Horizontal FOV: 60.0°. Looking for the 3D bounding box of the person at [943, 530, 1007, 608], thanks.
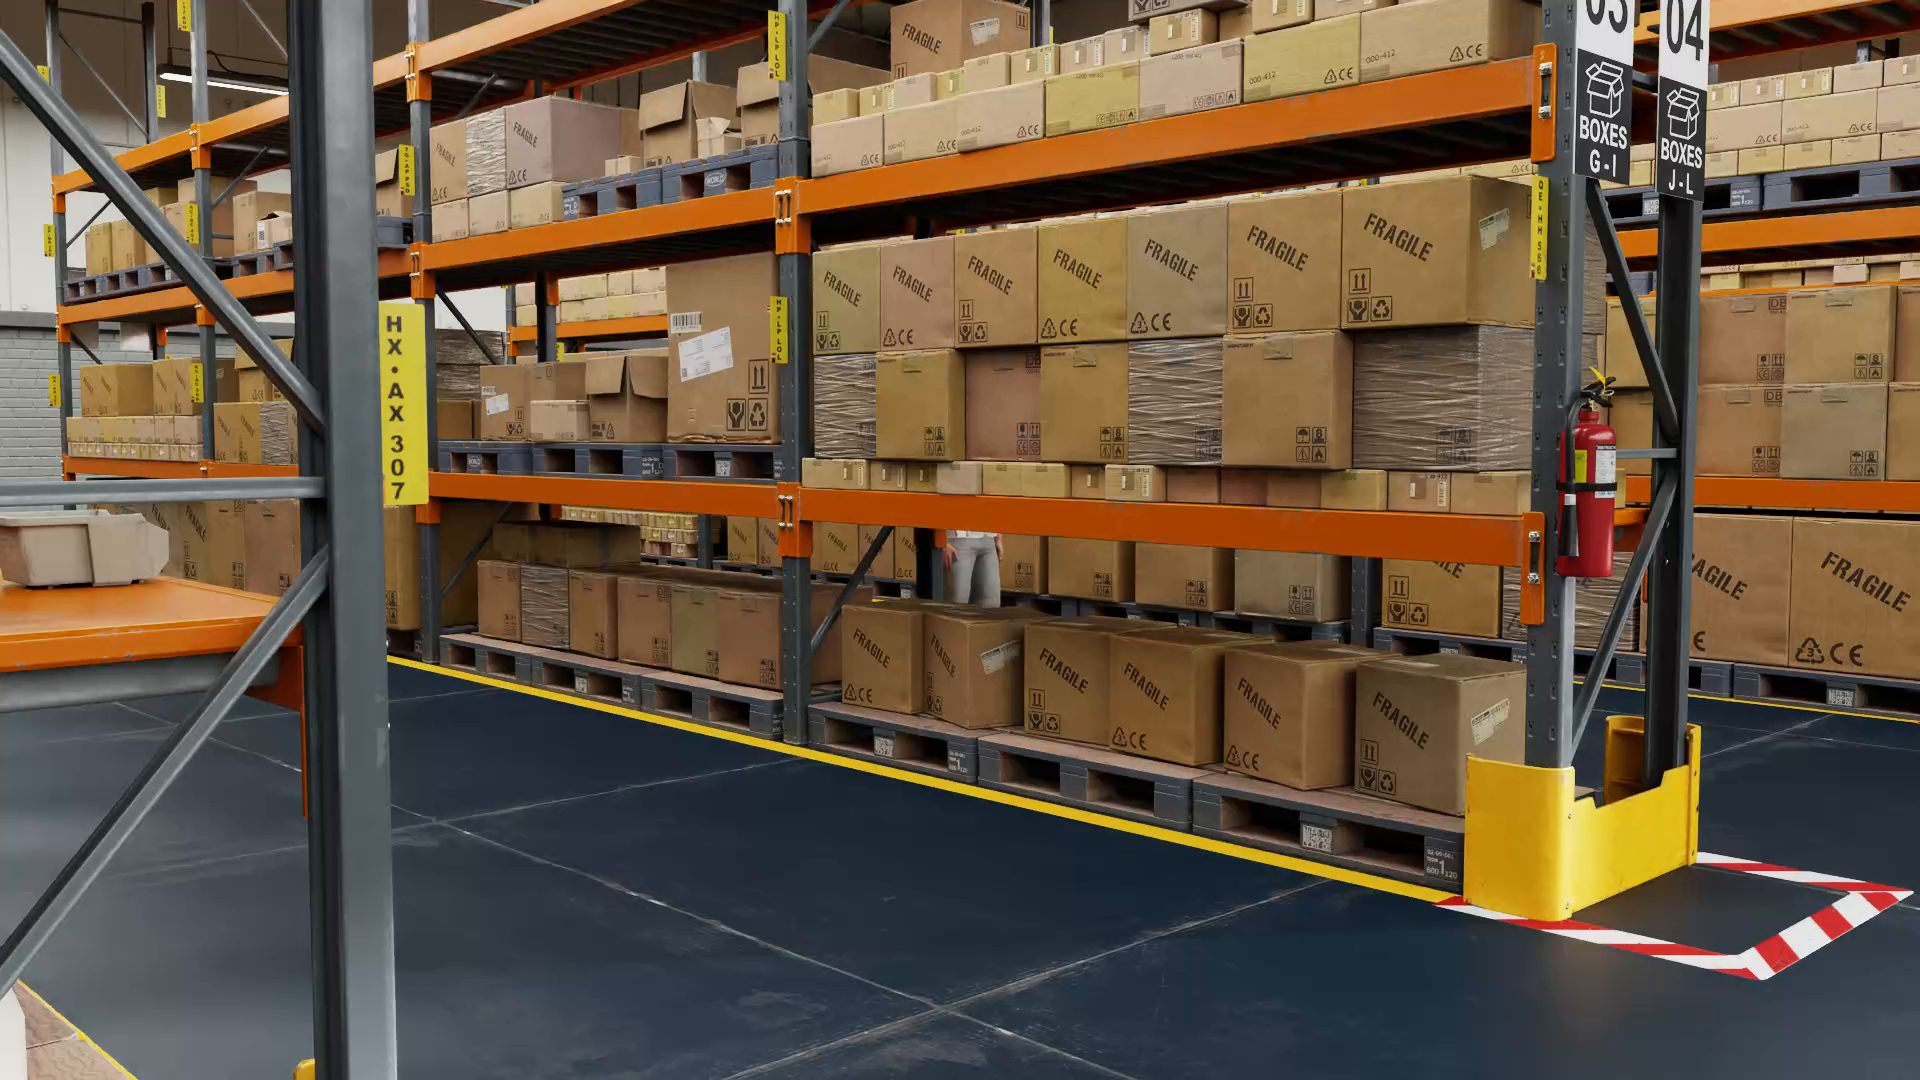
[{"bbox_3d":[0.046,0.024,10.359,0.593,1.748,0.435,-4,5,-45],"label":"person"}]
